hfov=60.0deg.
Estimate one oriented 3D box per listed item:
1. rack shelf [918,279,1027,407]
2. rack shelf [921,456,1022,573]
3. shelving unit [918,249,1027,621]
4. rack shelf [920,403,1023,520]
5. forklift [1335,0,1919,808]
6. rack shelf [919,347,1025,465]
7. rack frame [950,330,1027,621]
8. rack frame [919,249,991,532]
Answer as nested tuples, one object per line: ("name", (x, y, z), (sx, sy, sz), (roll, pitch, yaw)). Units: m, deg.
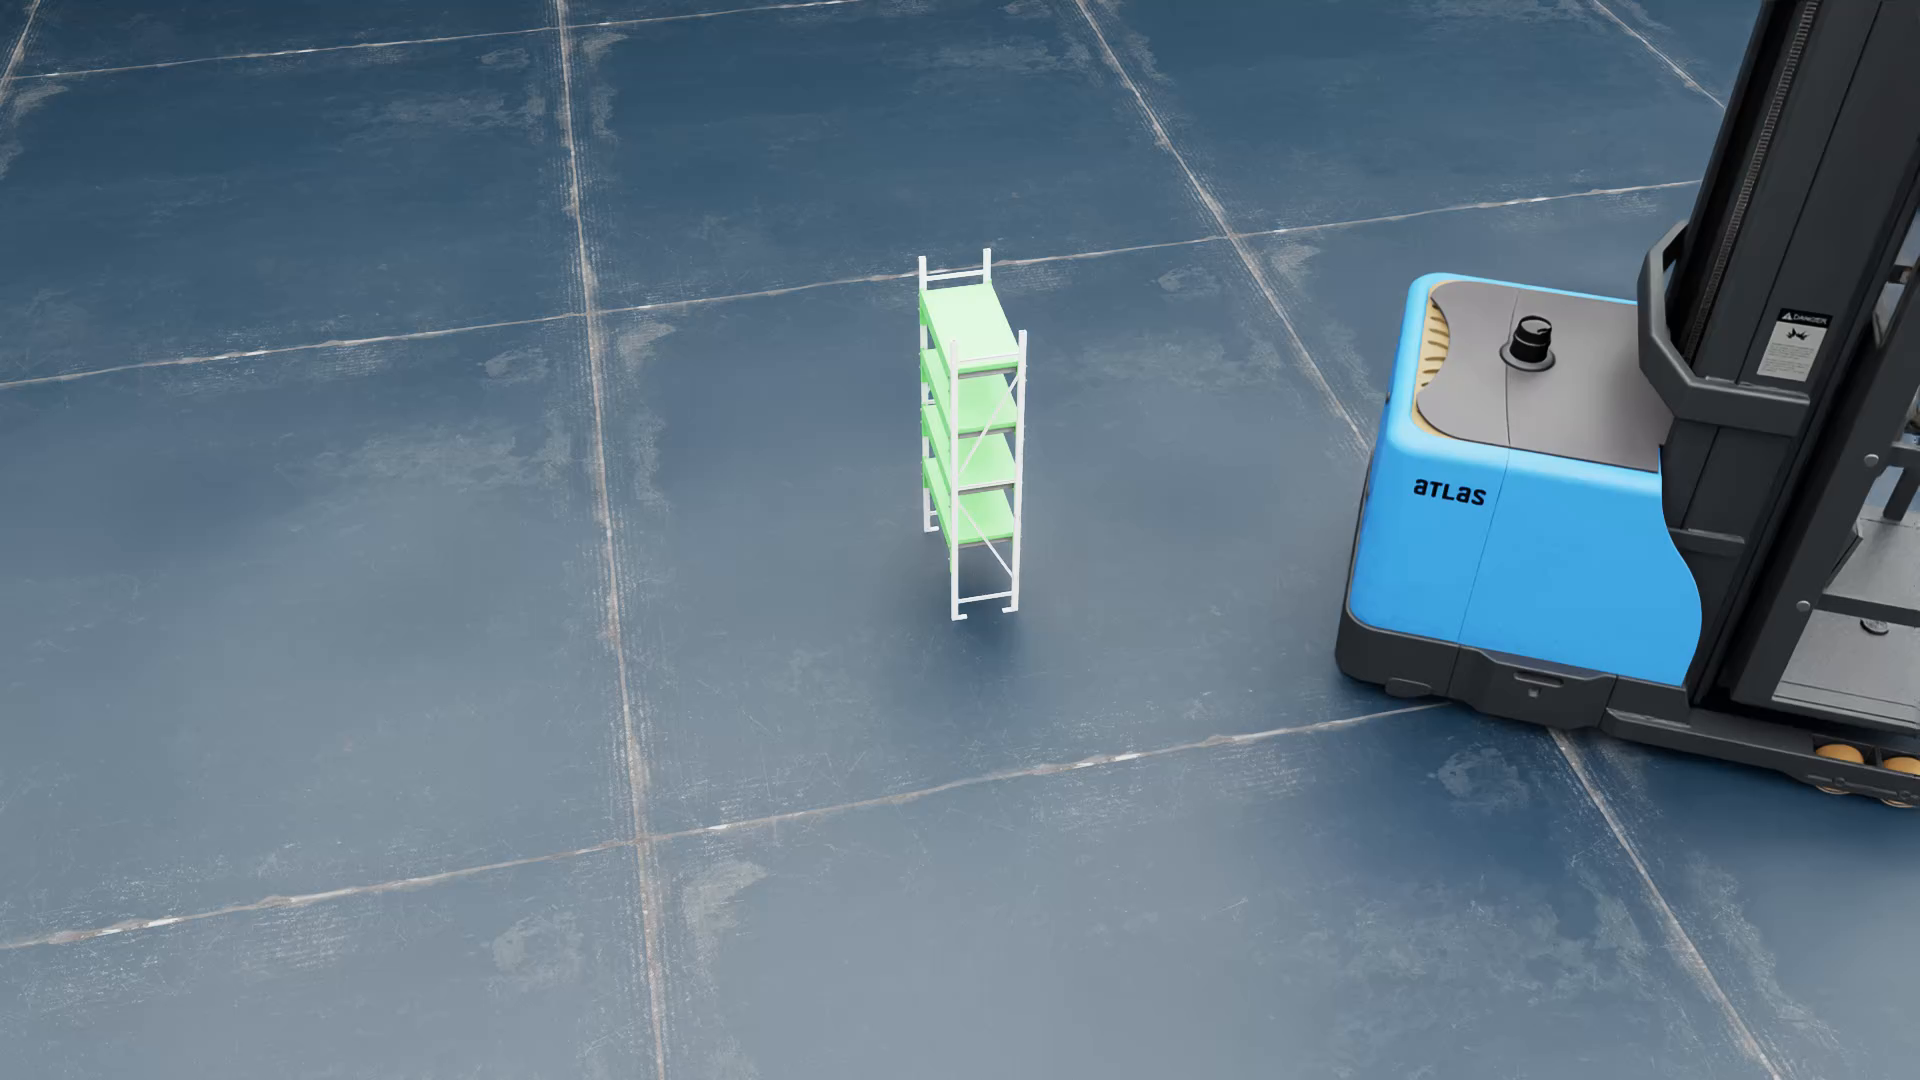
("rack shelf", (0.036, -0.653, 5.455), (0.258, 0.148, 0.480), (-8, 42, -9))
("rack shelf", (0.036, -0.114, 5.933), (0.258, 0.148, 0.480), (-8, 42, -9))
("shelving unit", (0.036, -0.341, 5.731), (0.258, 1.200, 0.503), (-8, 42, -9))
("rack shelf", (0.036, -0.294, 5.773), (0.258, 0.148, 0.480), (-8, 42, -9))
("forklift", (2.858, -0.641, 4.764), (3.031, 2.935, 1.130), (11, 43, 12))
("rack shelf", (0.036, -0.473, 5.614), (0.258, 0.148, 0.480), (-8, 42, -9))
("rack frame", (0.088, -0.183, 5.553), (0.240, 1.200, 0.015), (-8, 42, -9))
("rack frame", (-0.017, -0.500, 5.909), (0.240, 1.200, 0.015), (-8, 42, -9))
